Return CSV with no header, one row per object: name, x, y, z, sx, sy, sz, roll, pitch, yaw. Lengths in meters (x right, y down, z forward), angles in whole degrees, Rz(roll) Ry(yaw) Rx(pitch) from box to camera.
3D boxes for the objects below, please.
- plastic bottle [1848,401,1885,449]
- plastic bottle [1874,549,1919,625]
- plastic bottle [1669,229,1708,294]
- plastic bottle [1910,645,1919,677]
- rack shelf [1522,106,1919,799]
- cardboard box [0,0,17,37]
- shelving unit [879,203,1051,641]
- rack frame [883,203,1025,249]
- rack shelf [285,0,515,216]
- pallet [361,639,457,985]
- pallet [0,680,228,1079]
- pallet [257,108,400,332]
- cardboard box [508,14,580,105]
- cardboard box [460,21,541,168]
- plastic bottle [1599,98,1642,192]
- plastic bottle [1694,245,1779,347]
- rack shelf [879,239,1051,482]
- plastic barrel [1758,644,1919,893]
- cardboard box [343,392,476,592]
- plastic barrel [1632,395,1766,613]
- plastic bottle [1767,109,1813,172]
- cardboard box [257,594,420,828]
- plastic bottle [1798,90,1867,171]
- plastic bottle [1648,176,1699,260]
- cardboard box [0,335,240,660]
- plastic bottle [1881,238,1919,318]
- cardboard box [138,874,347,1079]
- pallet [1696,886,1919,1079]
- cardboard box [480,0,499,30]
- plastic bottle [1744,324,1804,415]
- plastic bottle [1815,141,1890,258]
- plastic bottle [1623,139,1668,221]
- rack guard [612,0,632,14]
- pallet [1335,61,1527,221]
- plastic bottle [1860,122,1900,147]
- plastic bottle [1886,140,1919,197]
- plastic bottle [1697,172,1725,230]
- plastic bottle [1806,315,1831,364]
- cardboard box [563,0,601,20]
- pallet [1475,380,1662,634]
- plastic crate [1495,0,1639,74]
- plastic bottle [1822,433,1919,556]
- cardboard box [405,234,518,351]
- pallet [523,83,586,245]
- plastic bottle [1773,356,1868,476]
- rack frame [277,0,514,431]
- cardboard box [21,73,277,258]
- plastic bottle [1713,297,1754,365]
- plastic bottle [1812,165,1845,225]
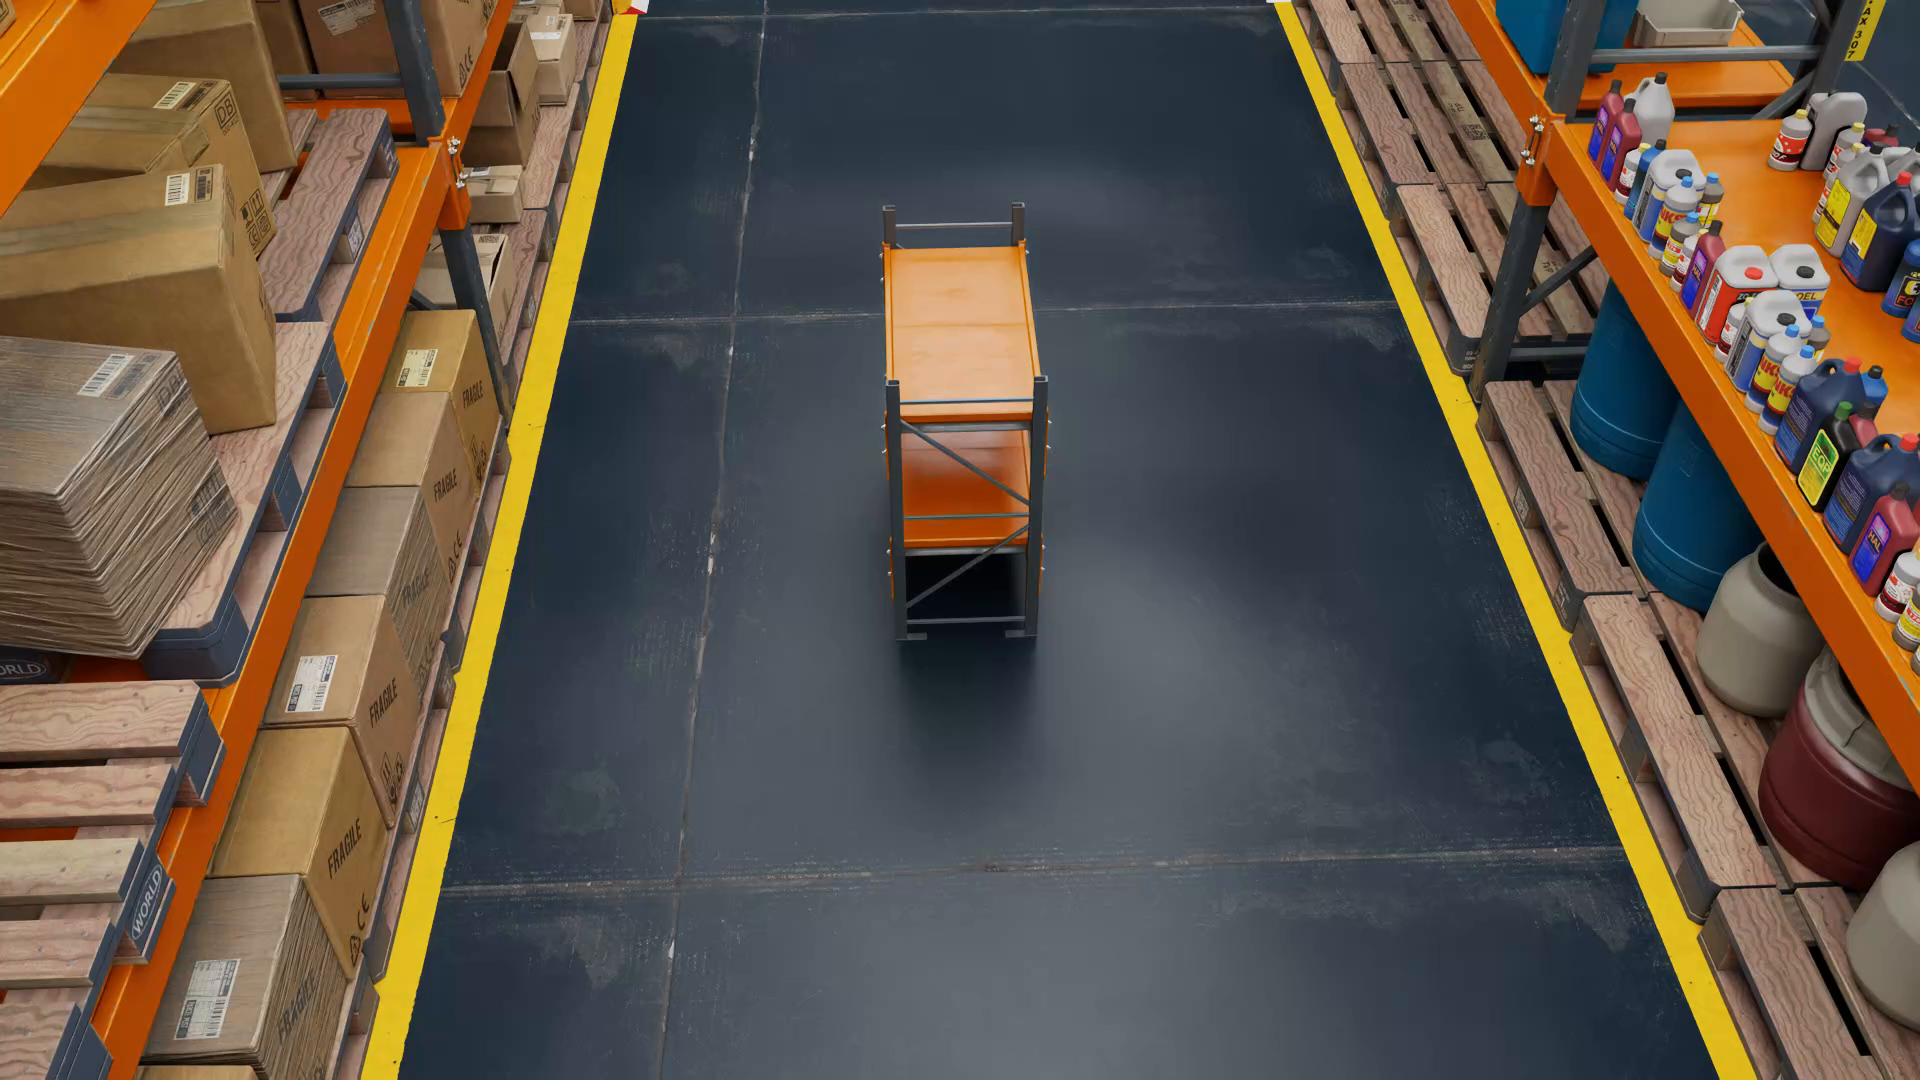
plastic bottle,2.347,-0.221,4.357,0.061,0.283,0.133,-2,43,-2
plastic bottle,2.323,0.103,4.064,0.097,0.201,0.097,0,43,0
plastic bottle,2.262,-0.861,5.116,0.097,0.201,0.097,0,43,0
plastic bottle,2.331,0.235,3.921,0.097,0.201,0.097,0,43,0
rack shelf,2.706,-0.100,4.671,1.077,0.370,4.000,-2,43,-2
cardboard box,-2.254,-1.007,2.834,0.910,0.500,0.500,-2,43,-2
shelving unit,0.000,-0.419,5.875,0.538,1.125,1.048,-2,43,-2
rack frame,-0.022,-0.762,6.249,0.500,1.125,0.032,-2,43,-2
rack shelf,-2.412,-2.660,7.465,1.077,0.370,4.000,-2,43,-2
pallet,-2.200,0.826,5.192,1.003,0.211,1.213,-2,43,-2
pallet,-2.257,0.740,3.365,1.213,0.211,1.003,-2,43,-2
pallet,-2.403,-0.962,5.222,1.003,0.211,1.213,-2,43,-2
cardboard box,-2.218,-2.422,8.382,0.500,0.250,0.500,-2,43,-2
cardboard box,-2.412,-2.086,7.827,0.797,0.503,0.637,-2,43,-2
plastic bottle,2.217,-1.322,5.559,0.061,0.283,0.133,-2,43,-2
plastic bottle,2.300,-0.721,4.908,0.152,0.276,0.135,-2,43,-2
rack shelf,0.000,-0.635,5.677,0.538,0.278,1.000,-2,43,-2
plastic barrel,2.706,0.627,4.820,0.600,0.588,0.708,-2,43,-2
cardboard box,-2.008,-0.157,5.726,0.500,0.500,0.500,-2,43,-2
plastic barrel,2.658,-0.251,5.546,0.600,0.901,0.708,-2,43,-2
plastic bottle,2.837,-1.369,5.671,0.097,0.201,0.097,0,43,0
cardboard box,-1.963,0.525,4.982,0.500,0.500,0.500,-3,43,-3
plastic bottle,2.961,-1.413,5.663,0.152,0.276,0.135,-2,43,-2
plastic bottle,2.254,-1.018,5.236,0.097,0.271,0.097,0,43,0
cardboard box,-2.145,-0.112,3.767,0.700,0.500,0.500,6,43,6
plastic bottle,2.874,-0.808,5.006,0.097,0.271,0.097,0,43,0
cardboard box,-1.919,1.215,4.228,0.500,0.500,0.500,-3,43,-3
pallet,2.716,1.482,4.477,1.003,0.211,1.213,-2,43,-2
cardboard box,-2.102,-2.310,6.476,0.500,0.500,0.500,-1,43,-1
plastic bottle,2.287,-0.483,4.653,0.097,0.271,0.097,0,43,0
plastic bottle,2.843,-1.082,5.247,0.144,0.351,0.185,-2,43,-2
plastic bottle,2.244,-1.175,5.407,0.097,0.271,0.097,0,43,0
rack guard,-2.494,-3.303,9.484,1.175,0.500,0.348,-2,43,-2
pallet,2.497,-2.008,8.284,1.003,0.211,1.213,-2,43,-2
plastic bottle,3.017,-1.260,5.491,0.061,0.283,0.133,-2,43,-2
plastic bottle,2.987,-1.086,5.251,0.144,0.351,0.185,-2,43,-2
plastic bottle,2.400,-1.088,5.364,0.097,0.201,0.097,0,43,0
plastic bottle,2.434,-0.553,4.780,0.097,0.201,0.097,0,43,0
cardboard box,-2.228,-3.157,8.998,0.500,0.500,0.500,-2,43,-2
pallet,2.613,-0.165,6.274,1.003,0.211,1.213,-2,43,-2
plastic crate,2.261,-2.037,6.219,0.392,0.384,0.575,-2,43,-2
plastic bottle,2.334,-0.138,4.217,0.144,0.351,0.185,-2,43,-2
cardboard box,-2.129,-1.036,6.825,0.500,0.311,0.500,-2,43,-2
pallet,-2.411,-1.837,8.098,1.003,0.211,1.213,-2,43,-2
plastic bottle,2.321,-0.352,4.451,0.144,0.351,0.185,-2,43,-2
rack frame,-2.328,-1.575,5.749,1.000,3.000,0.127,-2,43,-2
cardboard box,-2.438,-0.978,4.713,0.700,0.500,0.500,5,43,5
plastic bottle,2.277,-0.614,4.847,0.097,0.201,0.097,0,43,0
plastic bottle,2.853,-1.122,5.401,0.097,0.201,0.097,0,43,0
